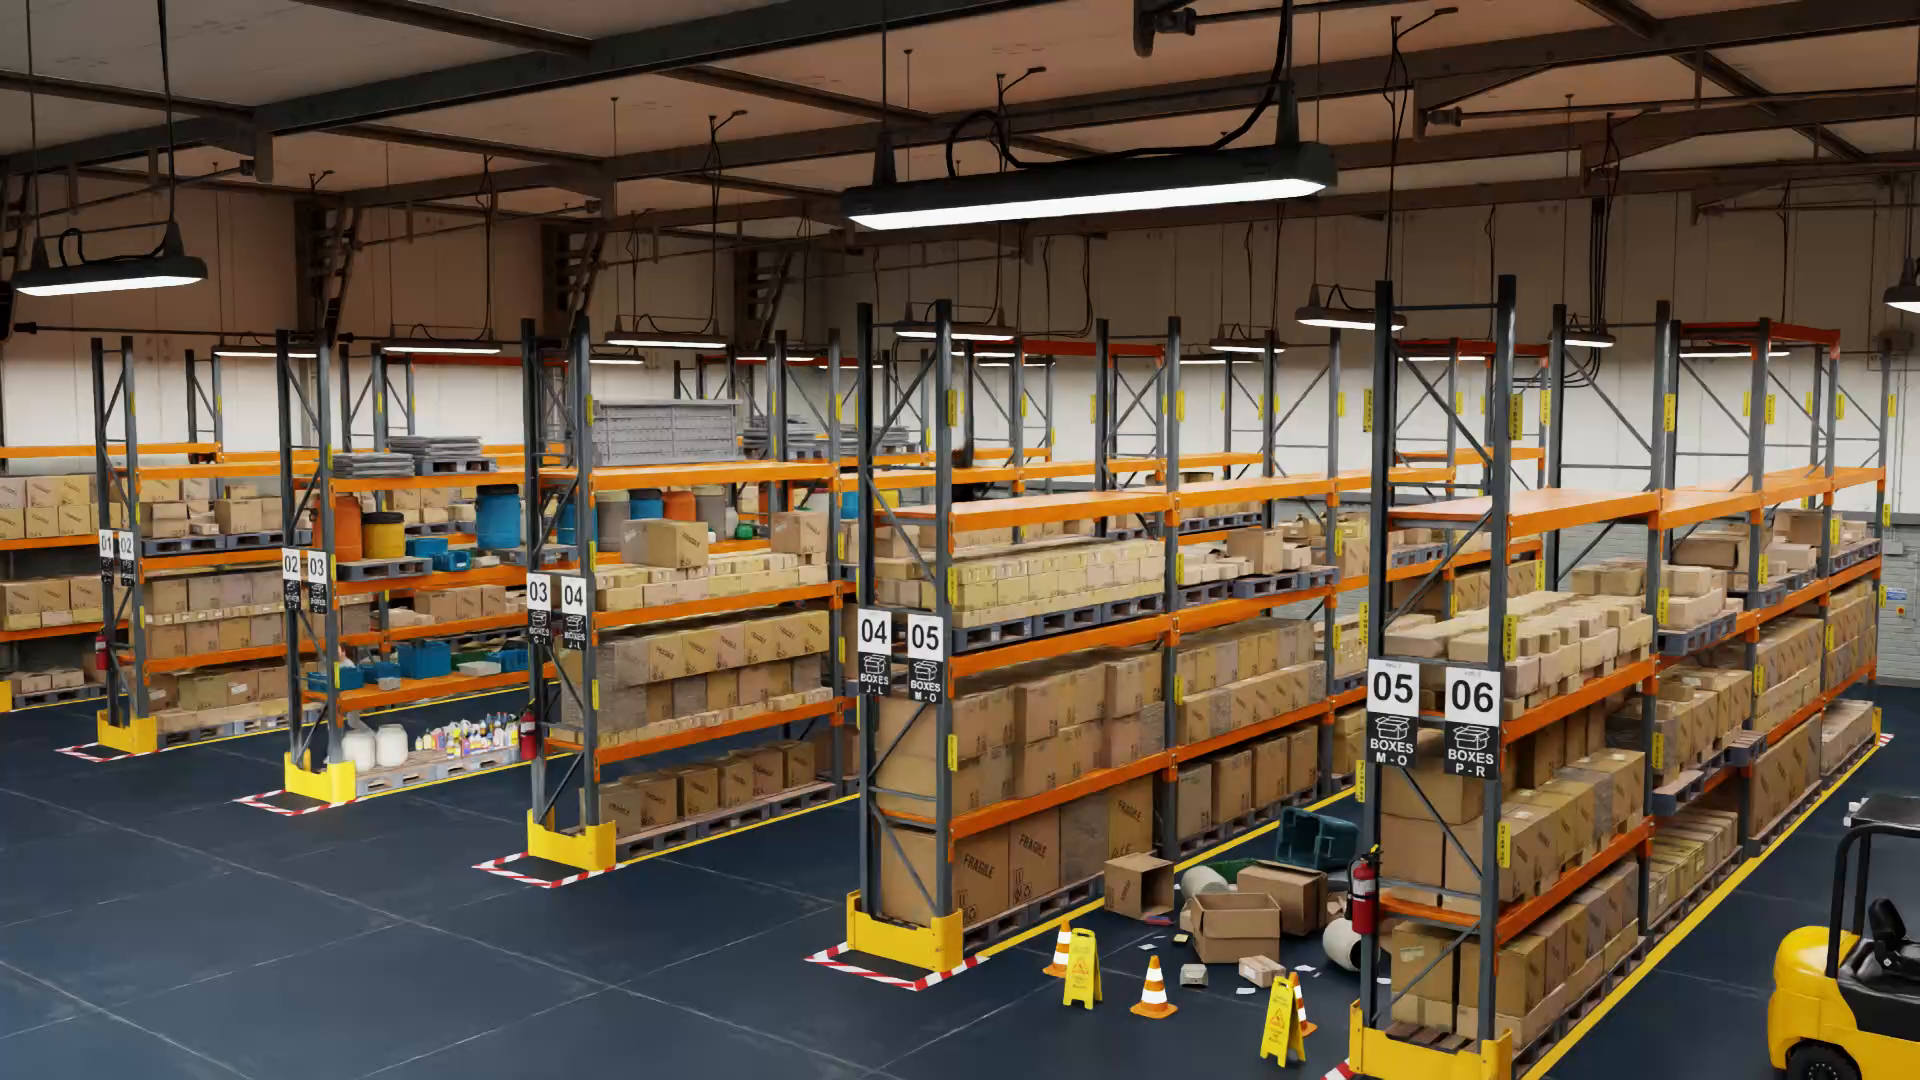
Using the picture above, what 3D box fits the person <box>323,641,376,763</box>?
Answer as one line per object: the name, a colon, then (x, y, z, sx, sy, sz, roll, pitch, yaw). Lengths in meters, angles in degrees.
person: (-8.637, 2.278, 23.589, 0.557, 1.712, 0.821, 5, 7, 43)
